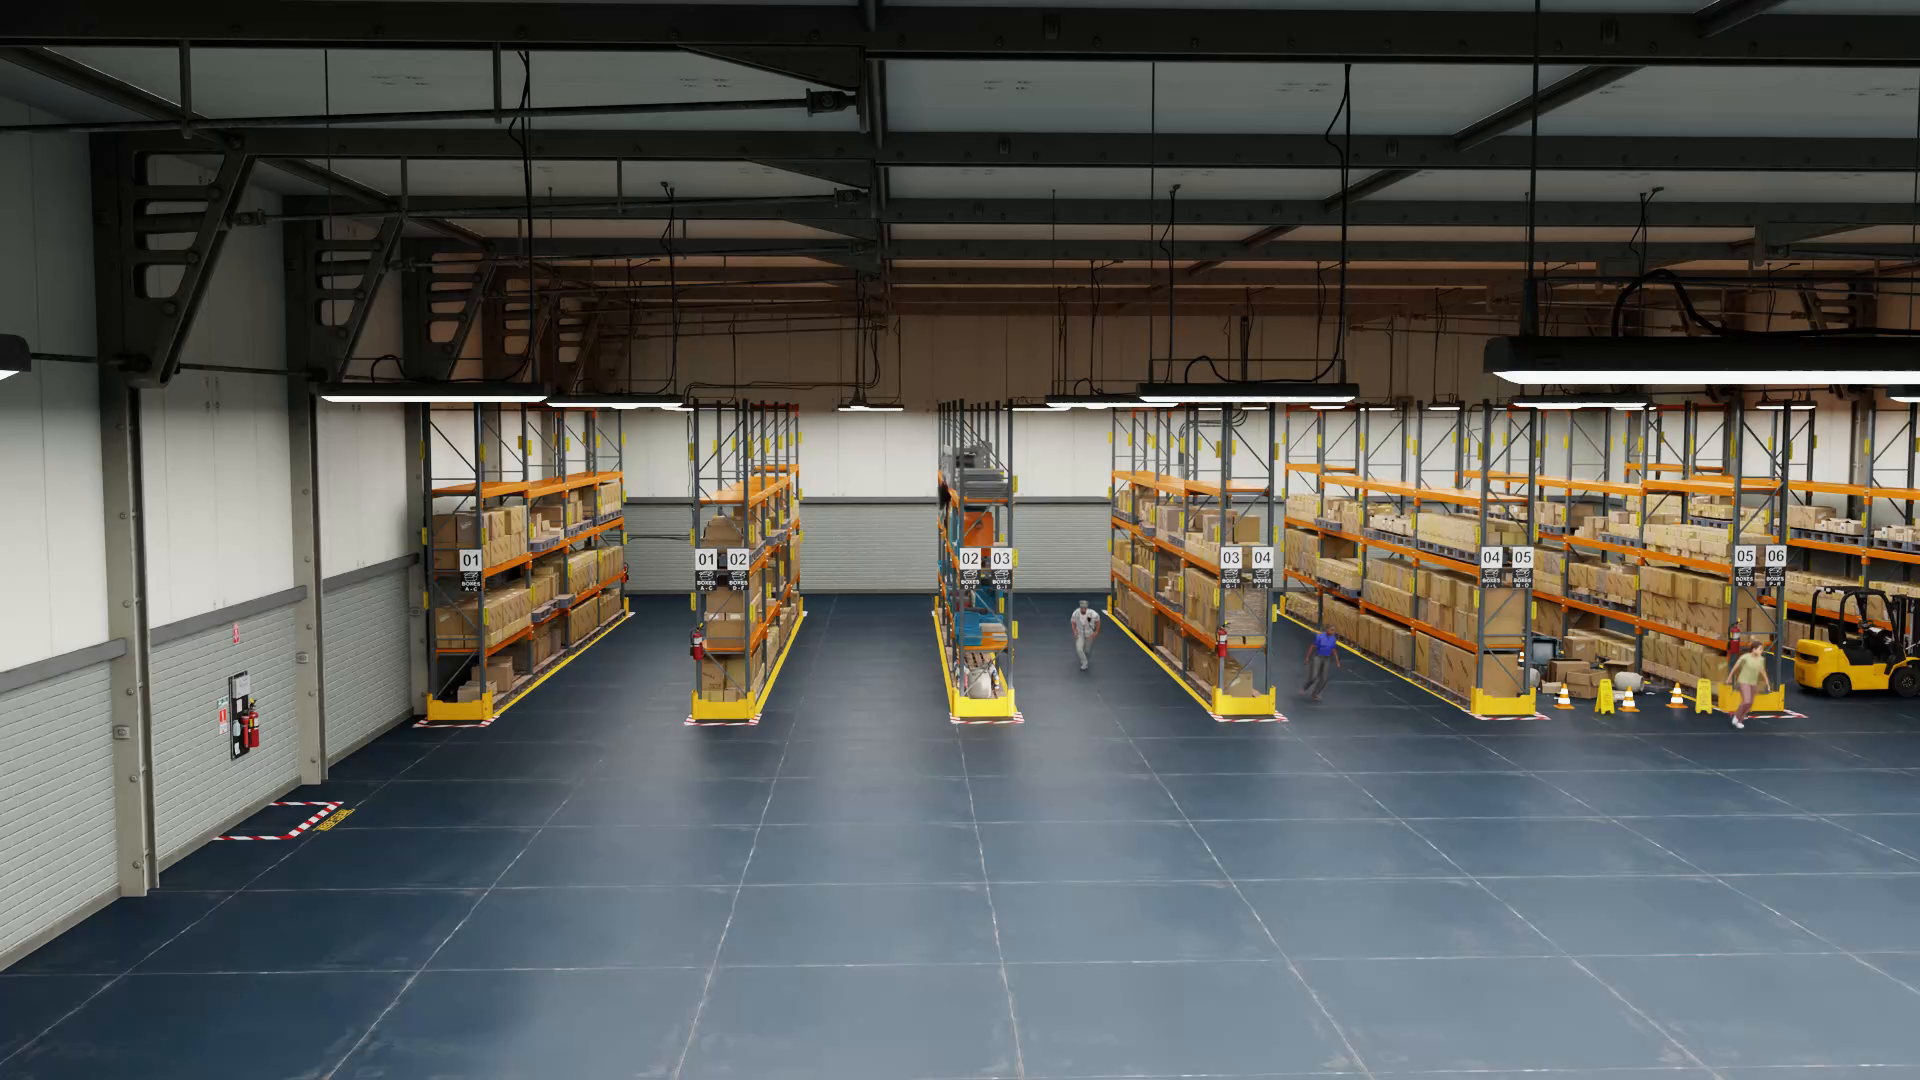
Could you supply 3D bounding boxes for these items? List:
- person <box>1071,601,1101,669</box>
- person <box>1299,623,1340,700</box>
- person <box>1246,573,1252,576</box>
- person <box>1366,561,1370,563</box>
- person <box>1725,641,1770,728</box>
[{"bbox_3d":[2.826,2.114,37.241,0.673,1.575,0.919,1,4,9],"label":"person"},{"bbox_3d":[7.182,2.445,33.200,0.719,1.504,0.611,-1,5,-16],"label":"person"},{"bbox_3d":[8.028,1.215,47.910,0.748,1.731,1.016,3,5,33],"label":"person"},{"bbox_3d":[11.429,1.399,46.393,0.555,1.645,0.730,-1,4,-14],"label":"person"},{"bbox_3d":[14.312,2.619,30.183,0.568,1.627,0.619,-1,4,-15],"label":"person"}]
